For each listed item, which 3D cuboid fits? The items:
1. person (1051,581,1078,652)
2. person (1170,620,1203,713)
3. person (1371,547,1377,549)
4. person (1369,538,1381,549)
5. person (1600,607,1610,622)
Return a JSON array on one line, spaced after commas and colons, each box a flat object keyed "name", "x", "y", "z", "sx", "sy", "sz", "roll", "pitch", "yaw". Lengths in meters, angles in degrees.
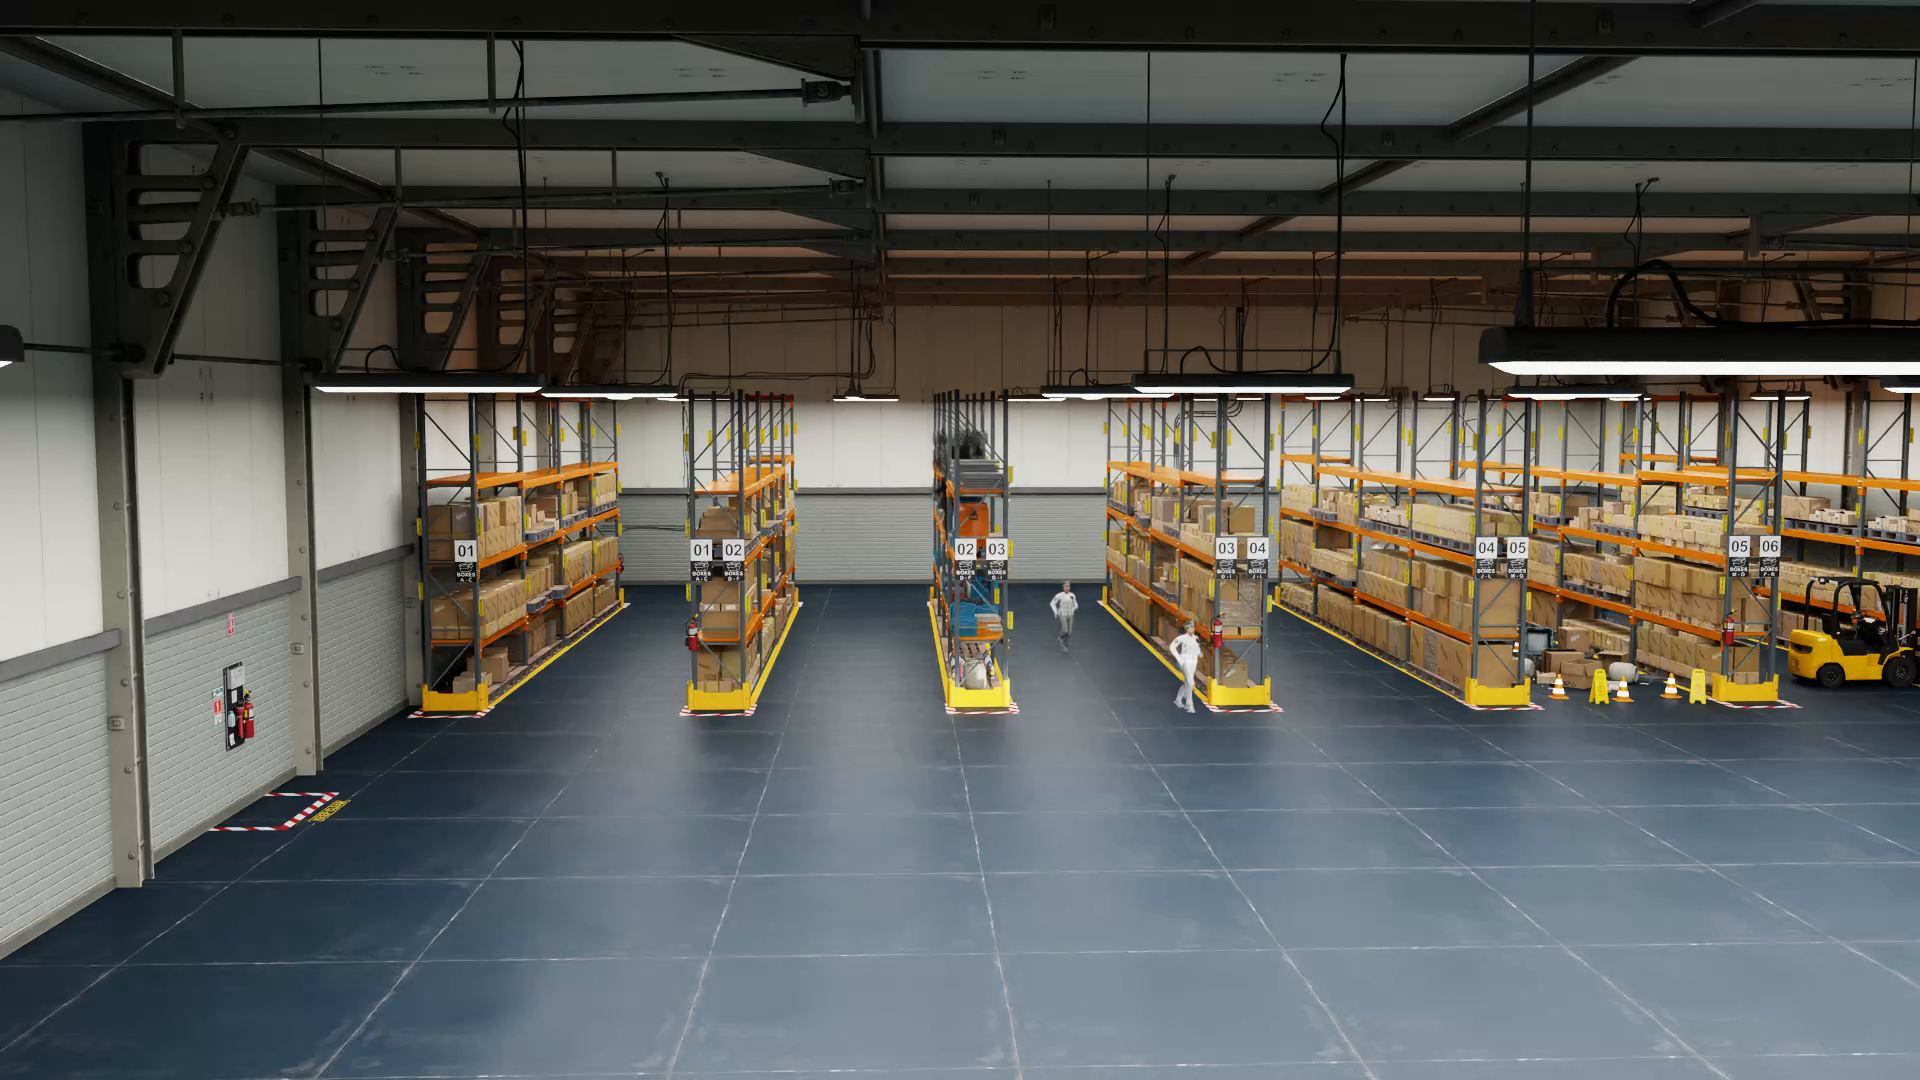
[{"name": "person", "x": 2.455, "y": 1.763, "z": 38.343, "sx": 0.599, "sy": 1.657, "sz": 0.562, "roll": -1, "pitch": 5, "yaw": -17}, {"name": "person", "x": 4.276, "y": 2.363, "z": 31.102, "sx": 0.604, "sy": 1.733, "sz": 0.650, "roll": -3, "pitch": 6, "yaw": -35}, {"name": "person", "x": 11.387, "y": 1.081, "z": 45.844, "sx": 0.643, "sy": 1.796, "sz": 0.901, "roll": -1, "pitch": 5, "yaw": -11}, {"name": "person", "x": 12.320, "y": 0.832, "z": 49.287, "sx": 0.875, "sy": 1.842, "sz": 0.695, "roll": 0, "pitch": 5, "yaw": 5}, {"name": "person", "x": 16.470, "y": 1.488, "z": 42.394, "sx": 0.529, "sy": 1.554, "sz": 0.549, "roll": -1, "pitch": 5, "yaw": -6}]
